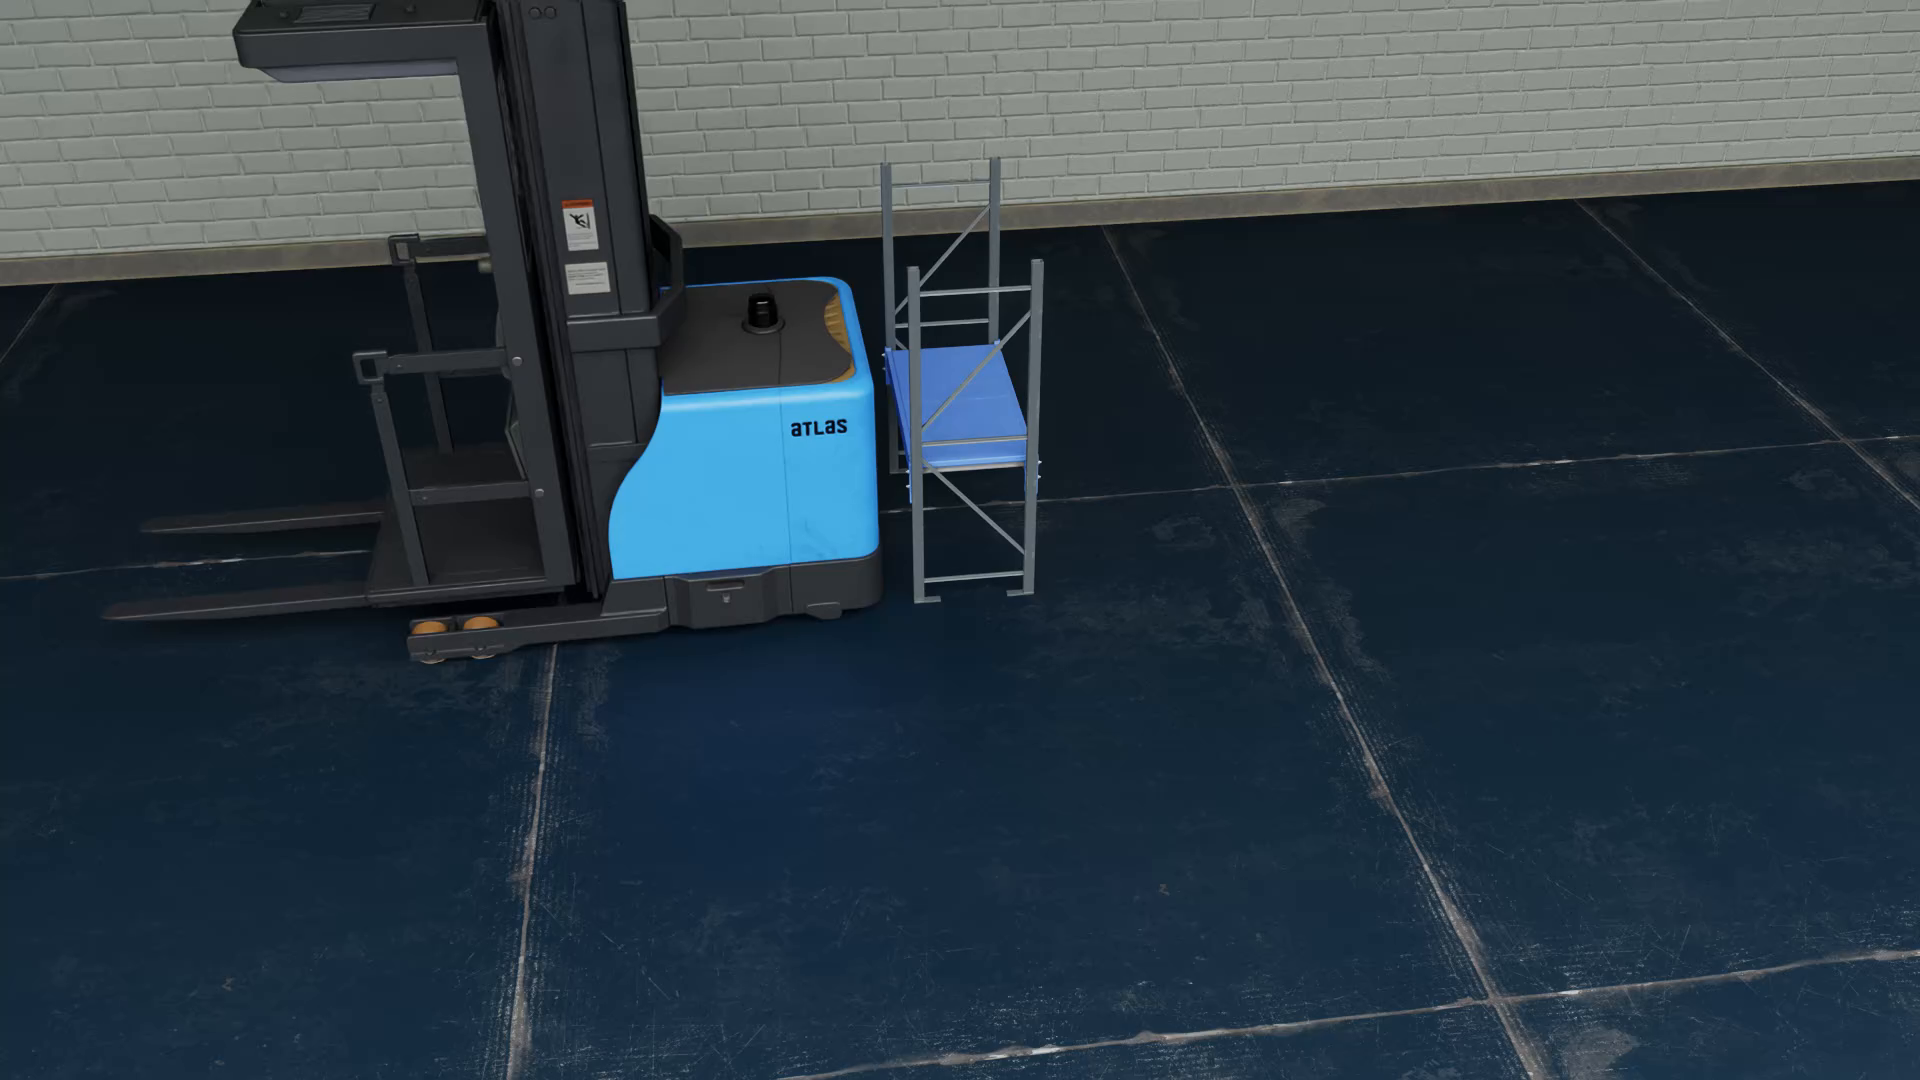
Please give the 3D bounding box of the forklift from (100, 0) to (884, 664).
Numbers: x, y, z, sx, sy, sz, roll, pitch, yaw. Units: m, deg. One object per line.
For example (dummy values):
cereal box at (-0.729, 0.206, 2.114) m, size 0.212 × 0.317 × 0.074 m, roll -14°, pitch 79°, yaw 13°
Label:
forklift at (-1.874, -1.045, 6.181) m, size 3.031 × 2.935 × 1.130 m, roll -5°, pitch 35°, yaw -7°

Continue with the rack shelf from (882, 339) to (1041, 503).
rack shelf at (-0.011, -0.519, 6.999) m, size 0.538 × 0.185 × 1.000 m, roll -4°, pitch 35°, yaw -6°

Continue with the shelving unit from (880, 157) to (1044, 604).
shelving unit at (-0.011, -0.667, 6.897) m, size 0.538 × 1.500 × 1.048 m, roll -4°, pitch 35°, yaw -6°

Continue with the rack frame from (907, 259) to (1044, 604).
rack frame at (0.057, -0.384, 6.481) m, size 0.500 × 1.500 × 0.032 m, roll -4°, pitch 35°, yaw -6°

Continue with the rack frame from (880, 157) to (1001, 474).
rack frame at (-0.080, -0.951, 7.314) m, size 0.500 × 1.500 × 0.032 m, roll -4°, pitch 35°, yaw -6°
